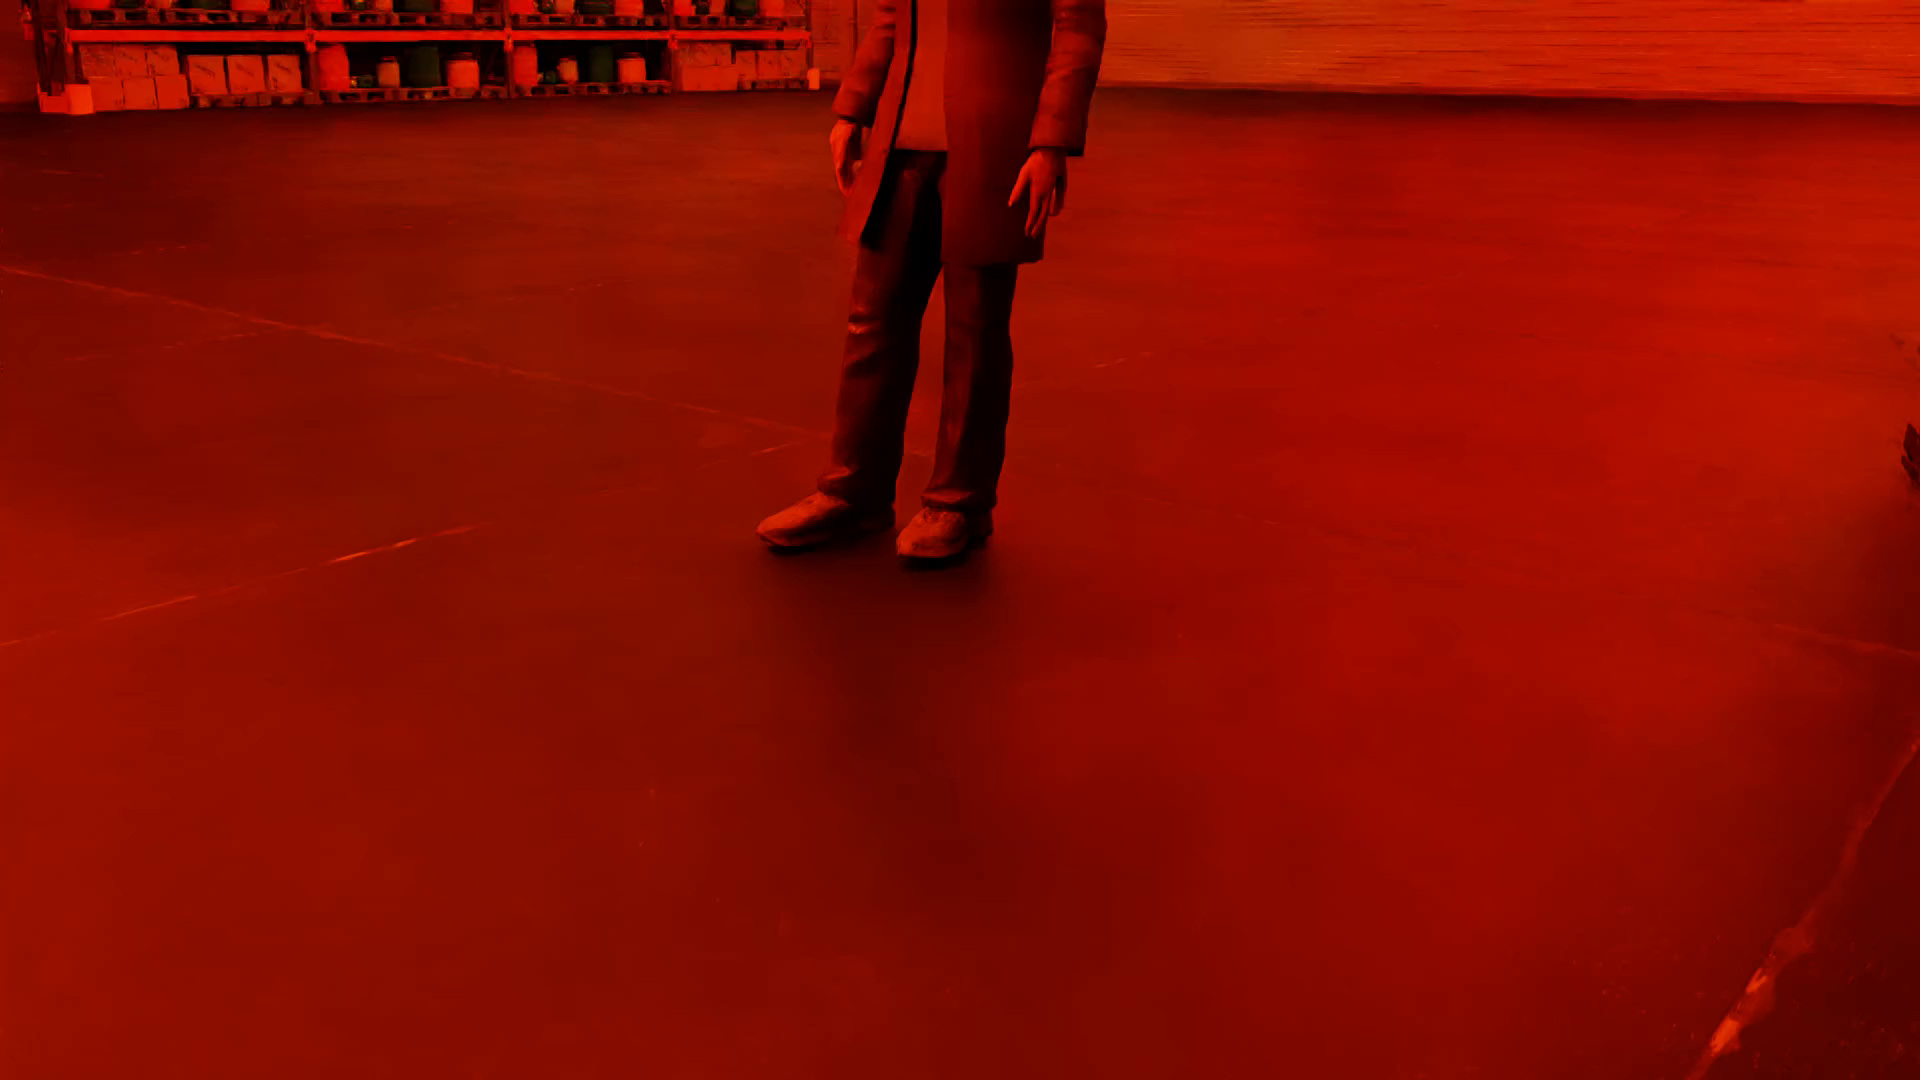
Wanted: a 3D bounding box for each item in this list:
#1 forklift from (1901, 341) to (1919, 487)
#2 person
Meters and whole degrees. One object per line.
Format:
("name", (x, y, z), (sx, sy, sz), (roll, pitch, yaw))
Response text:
("forklift", (2.950, -1.392, 3.590), (1.129, 2.867, 3.031), (6, 18, 19))
("person", (-0.071, -0.836, 3.612), (0.648, 1.776, 0.560), (13, 21, 37))
